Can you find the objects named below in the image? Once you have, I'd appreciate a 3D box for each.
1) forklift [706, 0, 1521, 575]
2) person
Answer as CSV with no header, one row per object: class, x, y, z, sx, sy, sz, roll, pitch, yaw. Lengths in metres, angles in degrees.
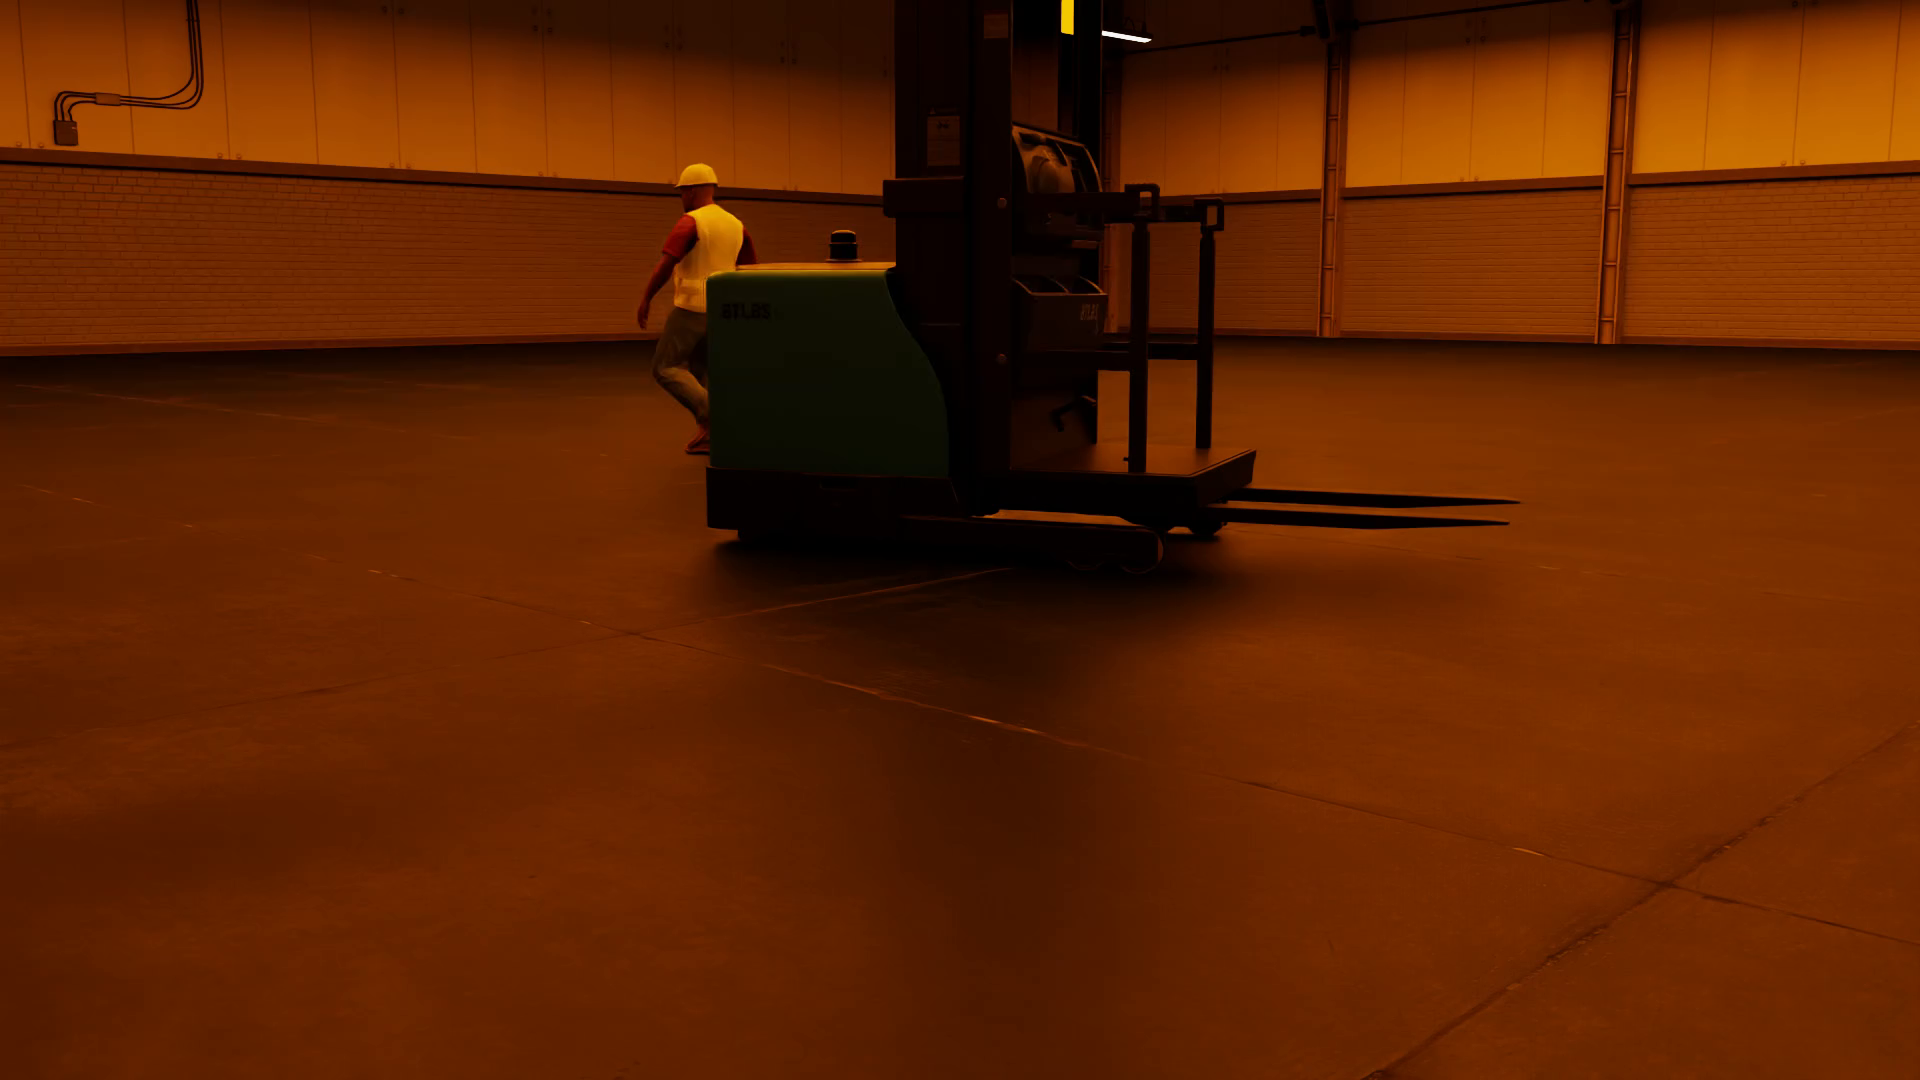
forklift,0.565,-1.416,6.275,3.031,2.935,1.130,3,9,22
person,-1.550,-1.383,10.045,0.489,1.746,0.771,5,10,30
